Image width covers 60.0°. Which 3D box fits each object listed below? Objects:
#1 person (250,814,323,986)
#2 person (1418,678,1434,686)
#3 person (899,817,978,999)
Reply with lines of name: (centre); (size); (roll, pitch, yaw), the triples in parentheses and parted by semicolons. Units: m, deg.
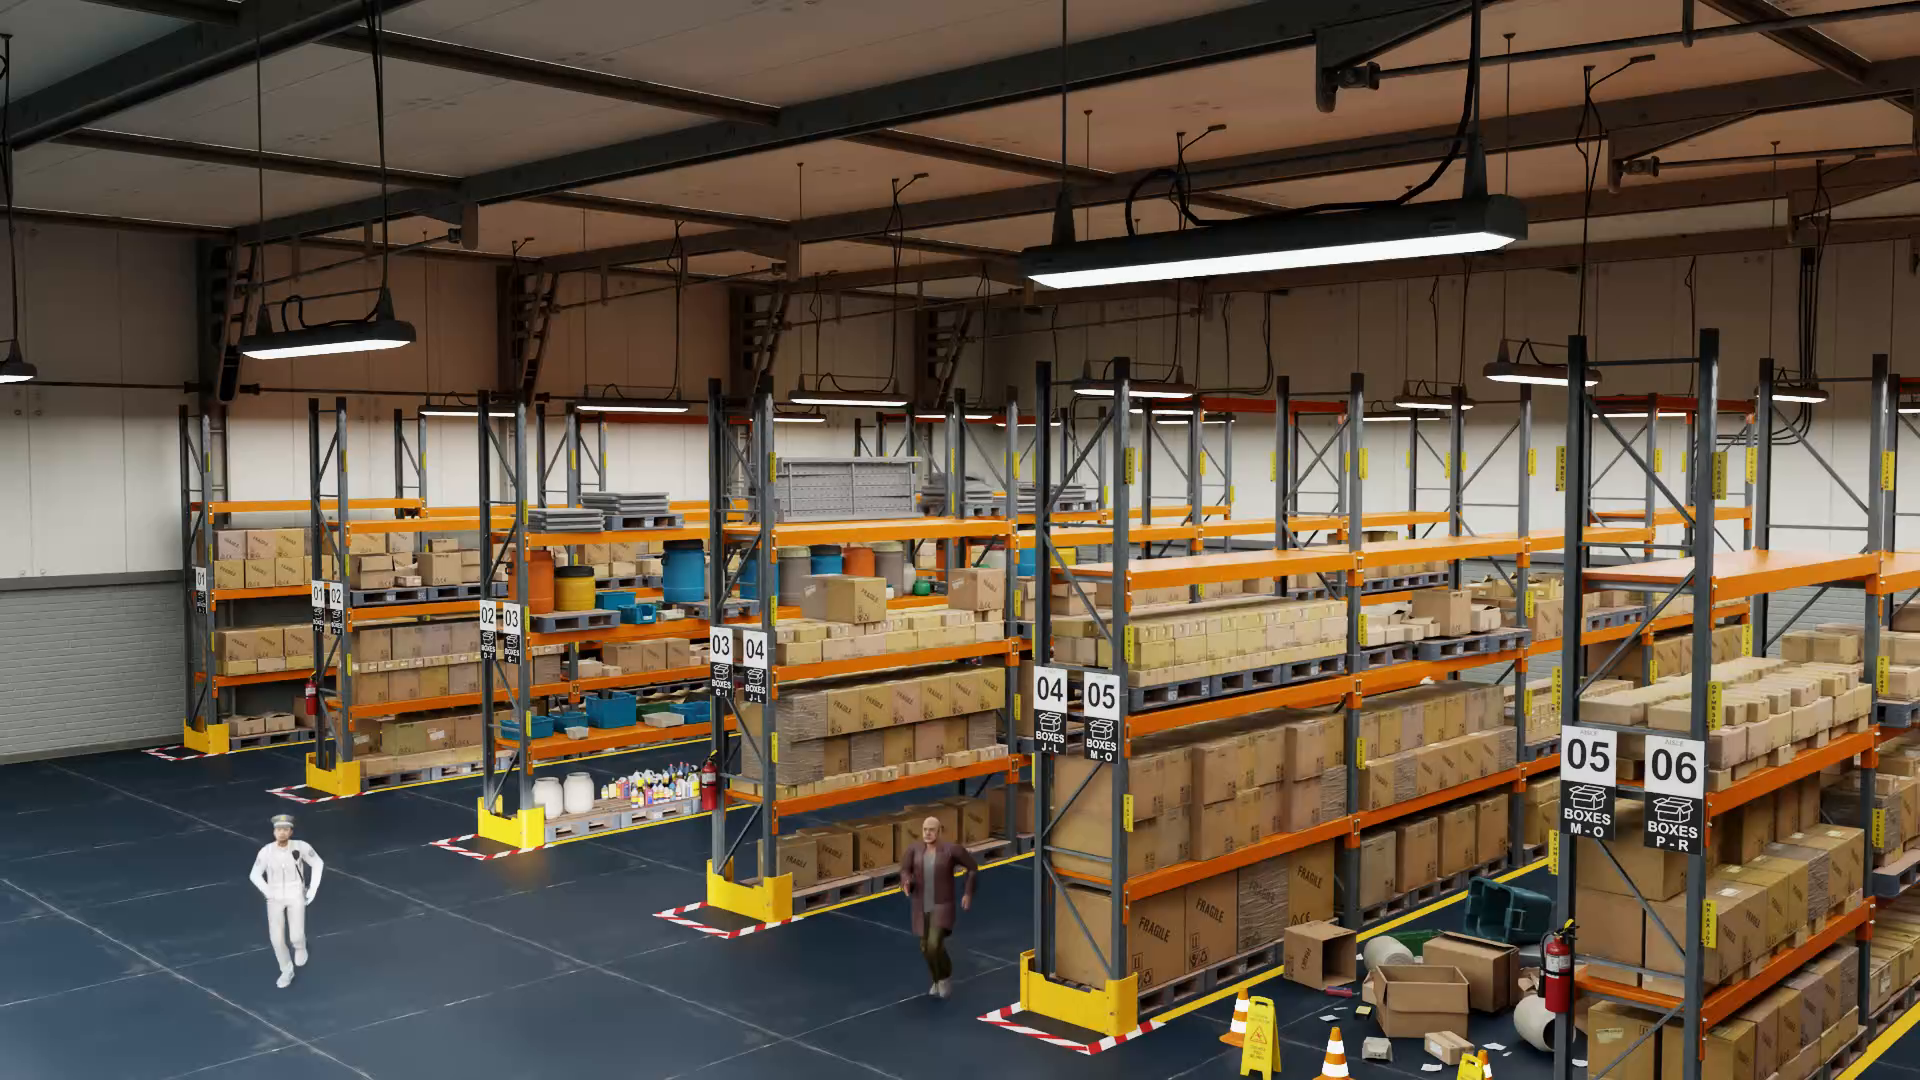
person: (-6.547, 3.485, 16.158); (0.658, 1.665, 0.561); (-1, 3, -16)
person: (7.095, 2.957, 25.056); (0.672, 1.775, 0.801); (3, 4, 44)
person: (-0.242, 3.469, 15.677); (0.721, 1.735, 0.776); (1, 3, 22)
